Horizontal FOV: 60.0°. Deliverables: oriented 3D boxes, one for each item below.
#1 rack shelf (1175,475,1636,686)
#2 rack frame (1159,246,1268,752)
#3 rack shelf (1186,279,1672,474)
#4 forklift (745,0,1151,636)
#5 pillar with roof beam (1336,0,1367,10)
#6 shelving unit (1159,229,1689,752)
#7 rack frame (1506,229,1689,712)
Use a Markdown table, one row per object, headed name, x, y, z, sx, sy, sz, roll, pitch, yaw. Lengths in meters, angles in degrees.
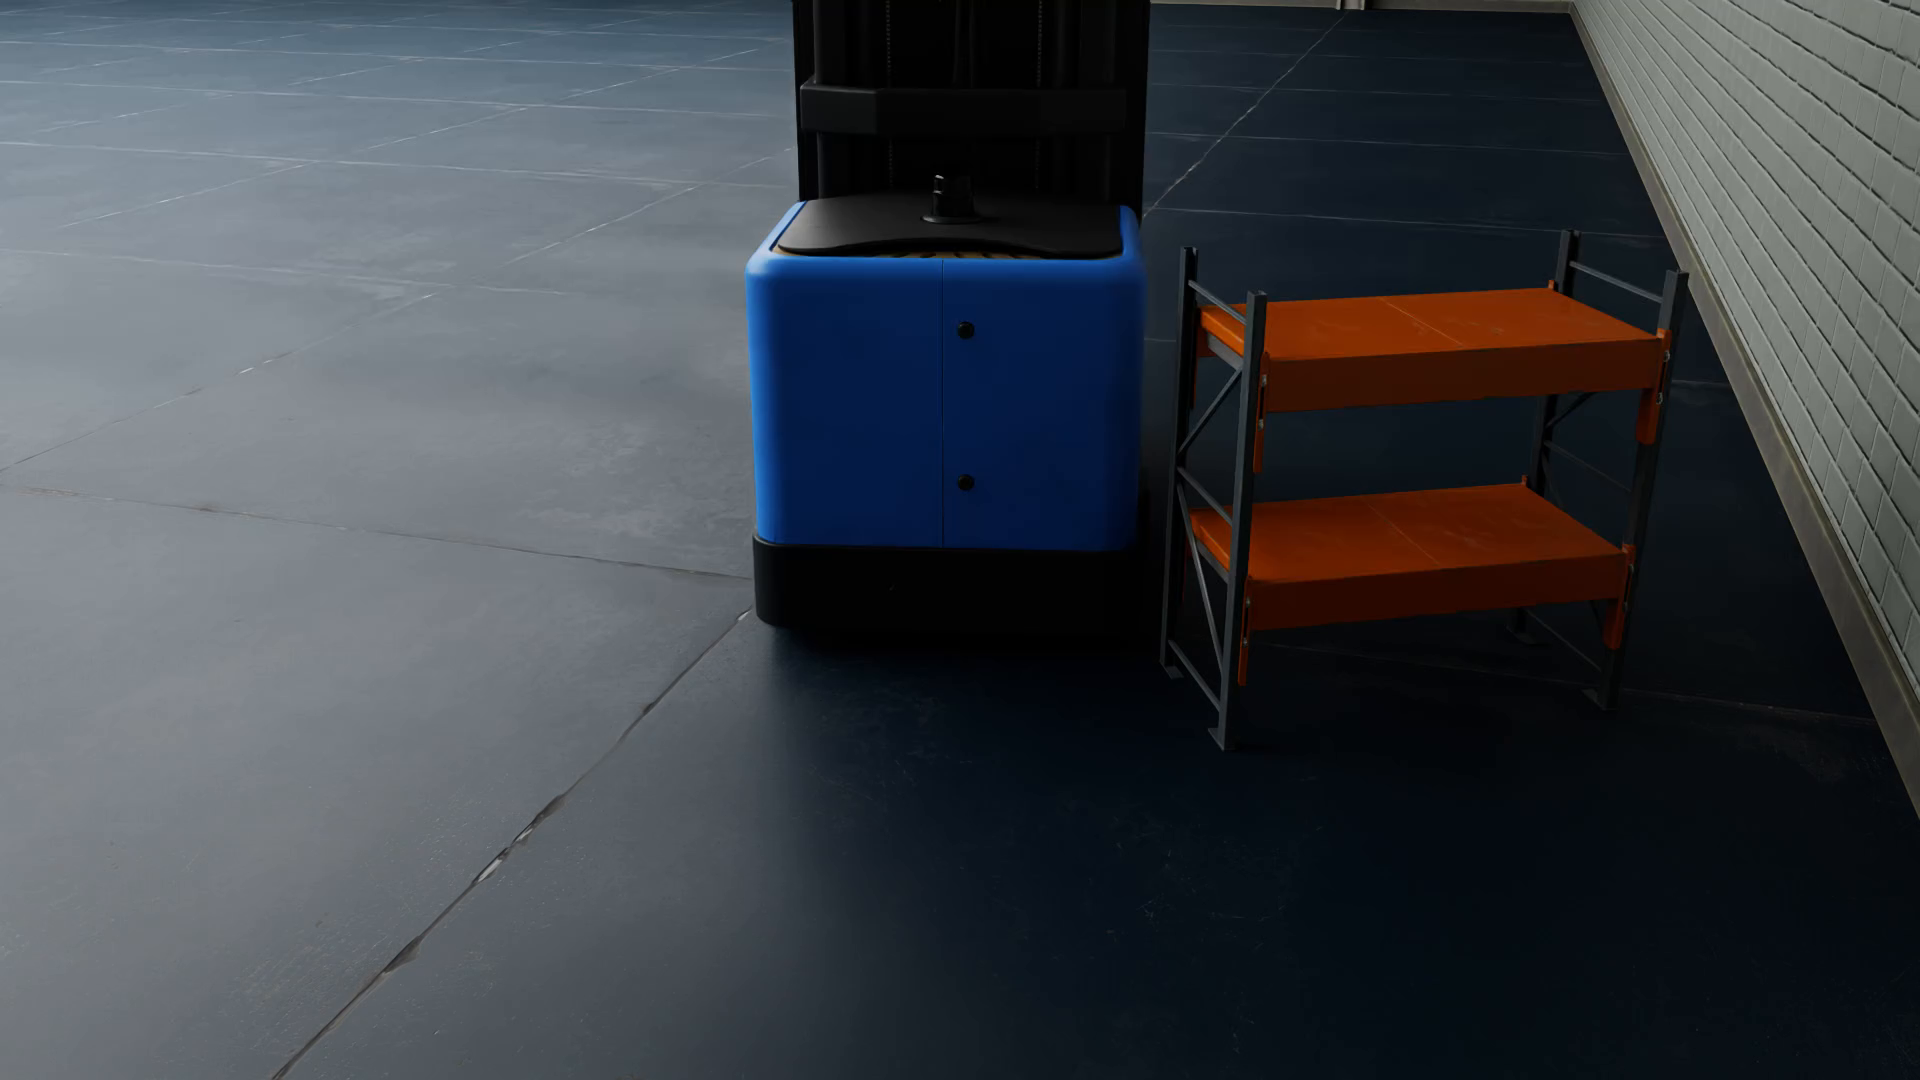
| name | x | y | z | sx | sy | sz | roll | pitch | yaw |
| --- | --- | --- | --- | --- | --- | --- | --- | --- | --- |
| rack shelf | 1.099 | 0.086 | 4.223 | 1.000 | 0.278 | 0.538 | -4 | 23 | -11 |
| rack frame | 0.601 | -0.102 | 4.035 | 0.032 | 1.125 | 0.500 | -4 | 23 | -11 |
| rack shelf | 1.099 | -0.411 | 4.019 | 1.000 | 0.278 | 0.538 | -4 | 23 | -11 |
| forklift | 0.050 | -1.614 | 5.343 | 1.130 | 2.935 | 3.031 | 1 | 22 | 3 |
| pillar with roof beam | 4.365 | -10.217 | 18.321 | 0.400 | 9.000 | 9.100 | 7 | 23 | 16 |
| shelving unit | 1.099 | -0.140 | 4.130 | 1.048 | 1.125 | 0.538 | -4 | 23 | -11 |
| rack frame | 1.597 | -0.179 | 4.225 | 0.032 | 1.125 | 0.500 | -4 | 23 | -11 |
